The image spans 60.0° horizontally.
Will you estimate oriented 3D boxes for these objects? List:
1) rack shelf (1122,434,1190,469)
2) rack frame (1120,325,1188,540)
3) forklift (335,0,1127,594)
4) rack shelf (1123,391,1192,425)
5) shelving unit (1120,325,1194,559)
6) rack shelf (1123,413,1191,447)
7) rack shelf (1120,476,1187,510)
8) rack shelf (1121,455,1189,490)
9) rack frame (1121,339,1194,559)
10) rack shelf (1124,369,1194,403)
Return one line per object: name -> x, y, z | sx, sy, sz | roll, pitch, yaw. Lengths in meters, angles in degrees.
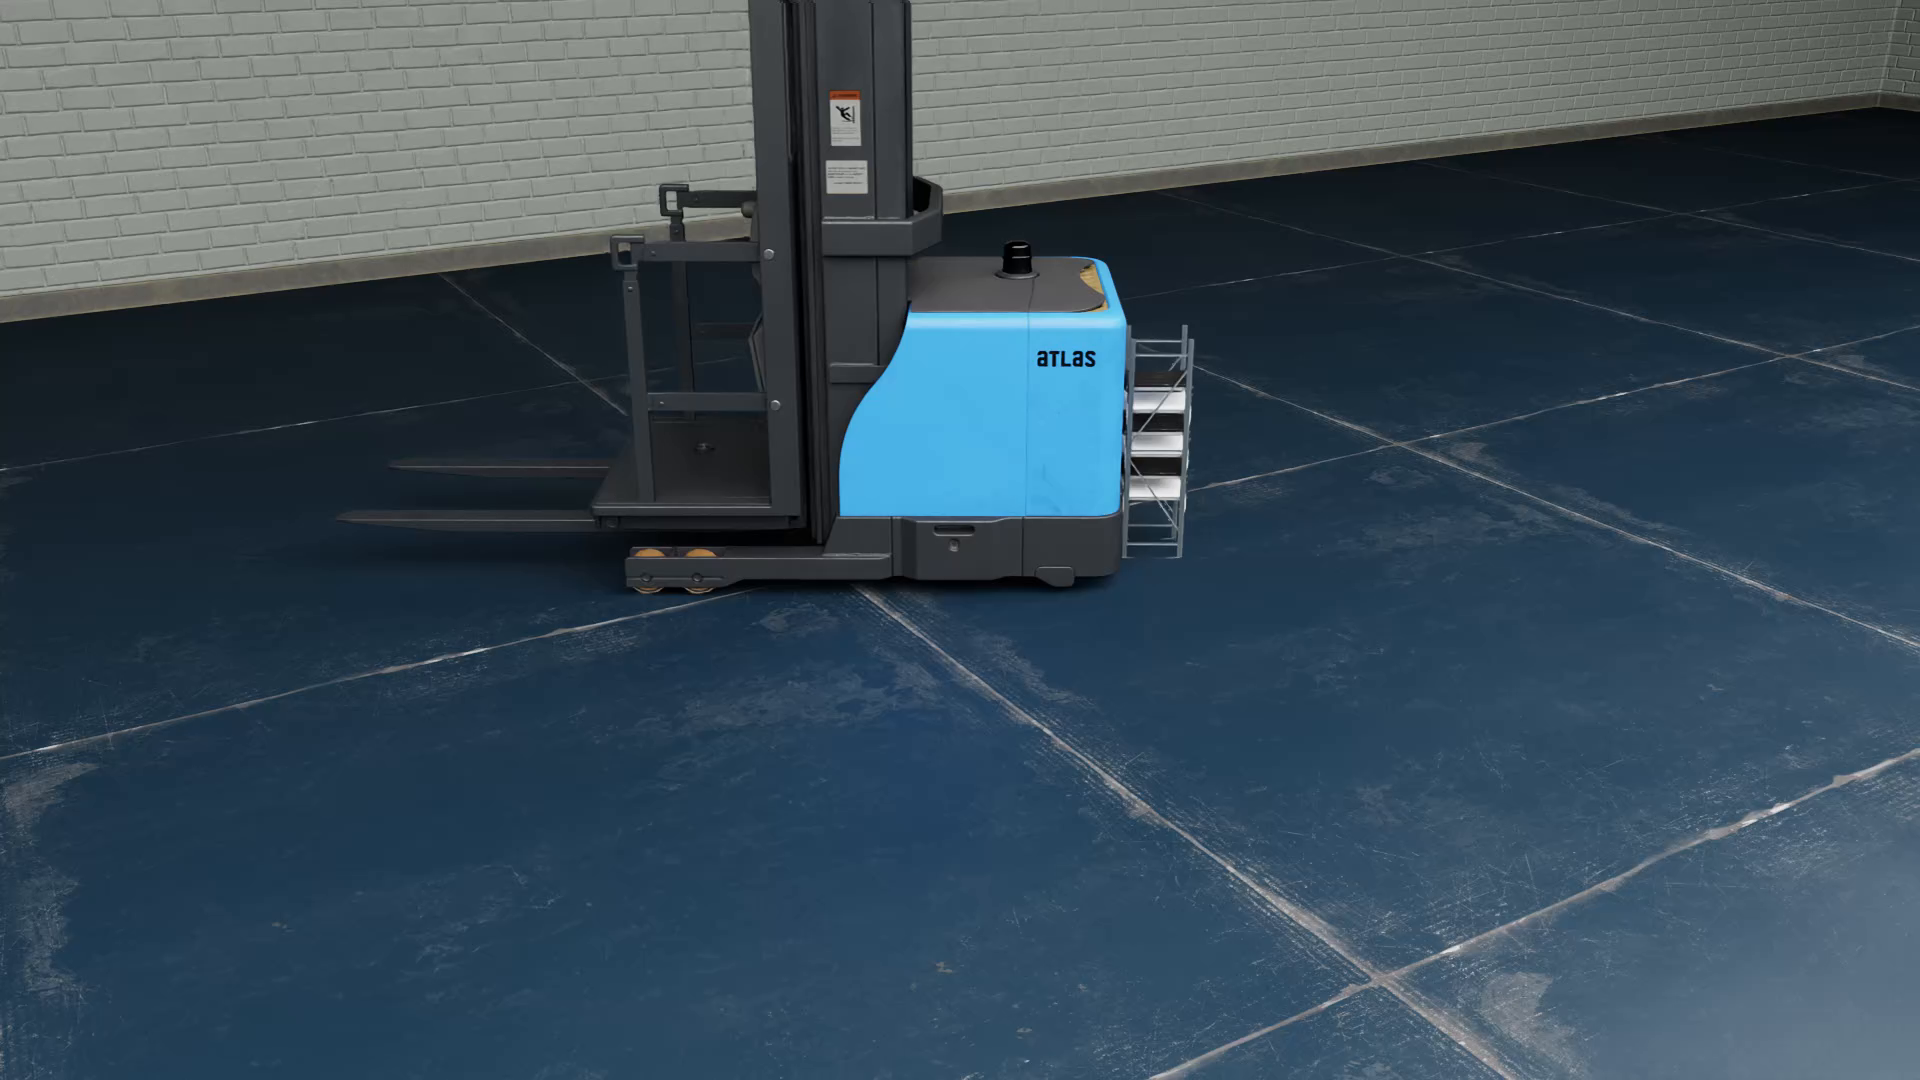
rack shelf -> 0.766, -0.351, 6.567 | 0.258, 0.077, 0.200 | 0, 22, 0
rack frame -> 0.766, -0.420, 6.648 | 0.240, 0.900, 0.006 | 0, 22, 0
forklift -> -0.897, -1.353, 6.247 | 3.031, 2.935, 1.130 | 0, 22, 0
rack shelf -> 0.766, -0.517, 6.499 | 0.258, 0.077, 0.200 | 0, 22, 0
shelving unit -> 0.766, -0.382, 6.554 | 0.258, 0.900, 0.210 | 0, 22, 0
rack shelf -> 0.766, -0.434, 6.533 | 0.258, 0.077, 0.200 | 0, 22, 0
rack shelf -> 0.765, -0.184, 6.635 | 0.258, 0.077, 0.200 | 0, 22, 0
rack shelf -> 0.765, -0.267, 6.601 | 0.258, 0.077, 0.200 | 0, 22, 0
rack frame -> 0.765, -0.343, 6.460 | 0.240, 0.900, 0.006 | 0, 22, 0
rack shelf -> 0.766, -0.601, 6.465 | 0.258, 0.077, 0.200 | 0, 22, 0
